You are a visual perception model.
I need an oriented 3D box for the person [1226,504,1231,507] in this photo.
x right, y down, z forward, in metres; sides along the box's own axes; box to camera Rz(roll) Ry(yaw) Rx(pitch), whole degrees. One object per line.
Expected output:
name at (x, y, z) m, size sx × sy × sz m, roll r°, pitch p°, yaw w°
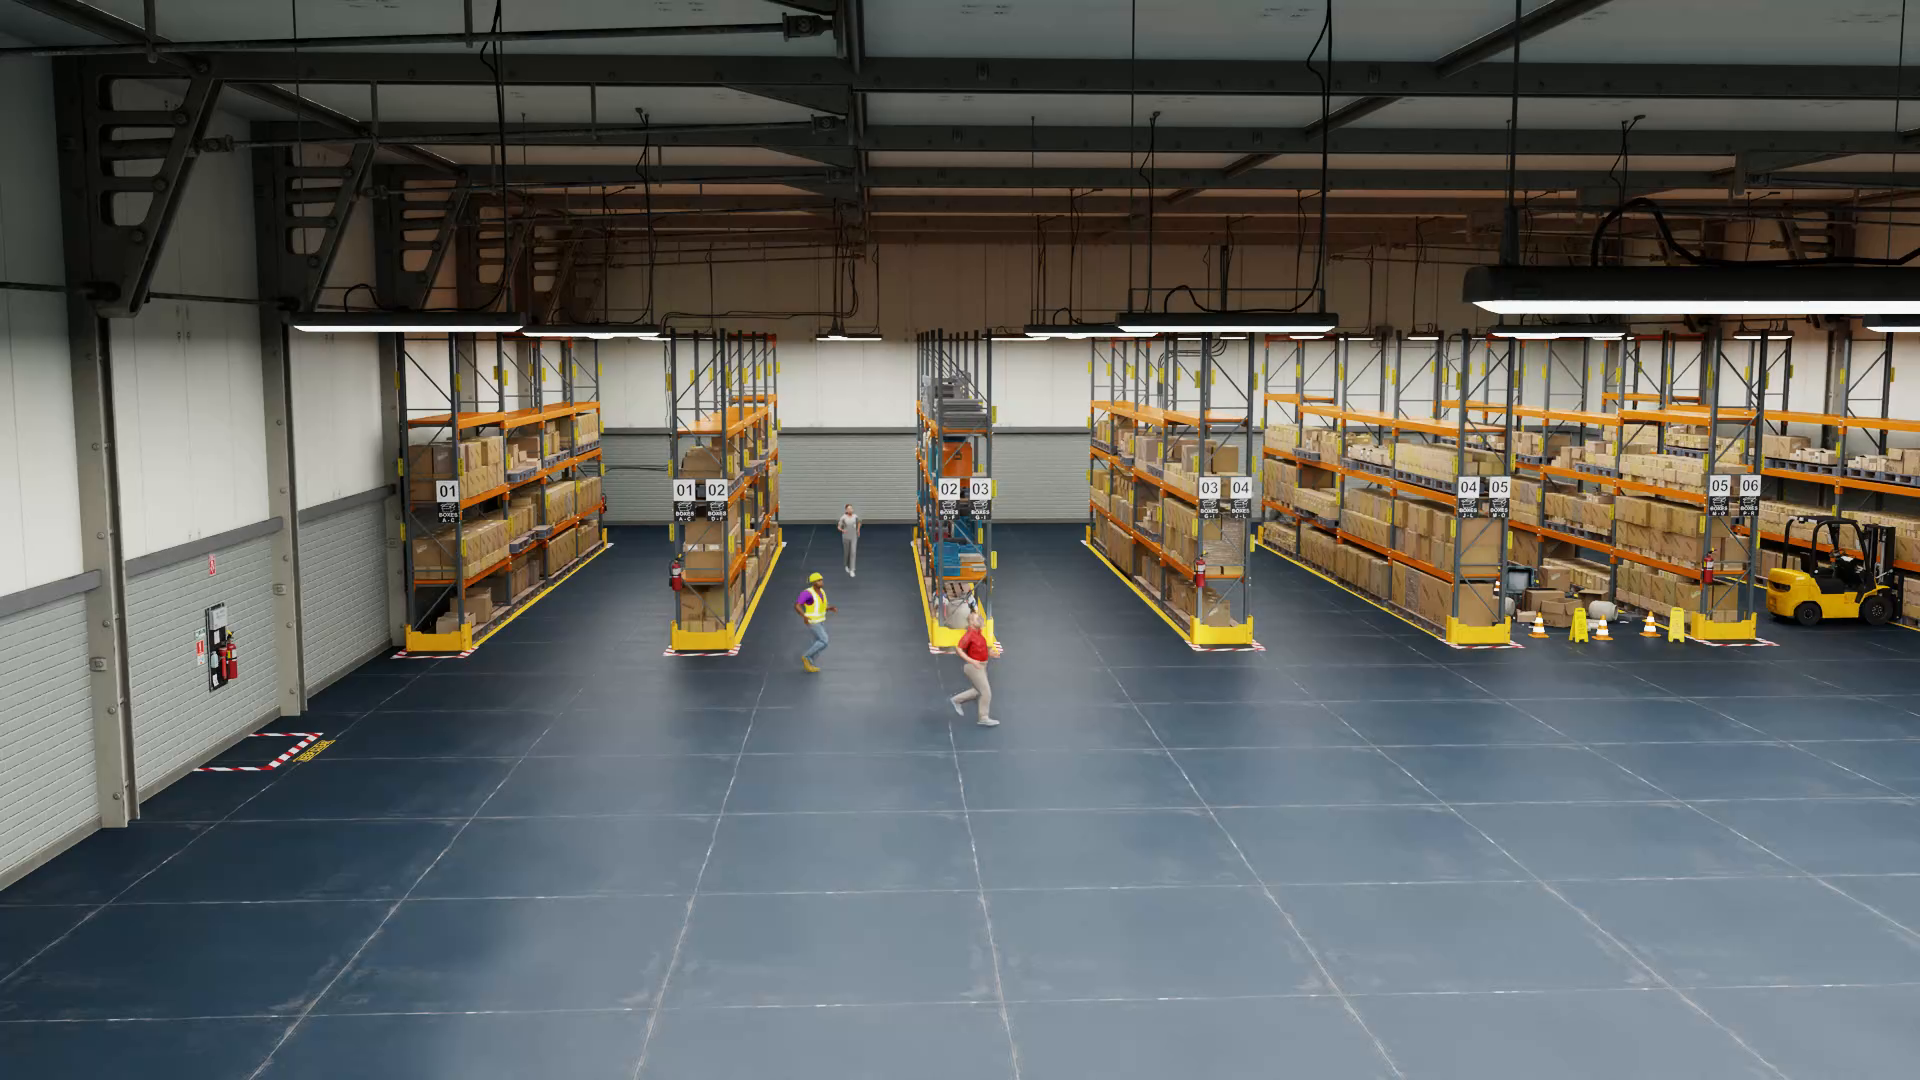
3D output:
person at (7.810, -0.753, 48.443) m, size 0.663 × 1.604 × 0.647 m, roll -4°, pitch 8°, yaw -28°

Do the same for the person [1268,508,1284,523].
person at (9.324, -0.923, 49.234) m, size 0.841 × 1.703 × 0.772 m, roll 5°, pitch 8°, yaw 36°

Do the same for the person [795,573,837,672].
person at (-2.474, 1.433, 29.077) m, size 0.614 × 1.729 × 0.676 m, roll 3°, pitch 7°, yaw 22°

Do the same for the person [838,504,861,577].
person at (-2.597, -0.015, 39.264) m, size 0.568 × 1.681 × 0.846 m, roll -1°, pitch 7°, yaw -12°

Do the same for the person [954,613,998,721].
person at (0.210, 1.904, 25.055) m, size 0.693 × 1.621 × 0.674 m, roll 2°, pitch 7°, yaw 19°
